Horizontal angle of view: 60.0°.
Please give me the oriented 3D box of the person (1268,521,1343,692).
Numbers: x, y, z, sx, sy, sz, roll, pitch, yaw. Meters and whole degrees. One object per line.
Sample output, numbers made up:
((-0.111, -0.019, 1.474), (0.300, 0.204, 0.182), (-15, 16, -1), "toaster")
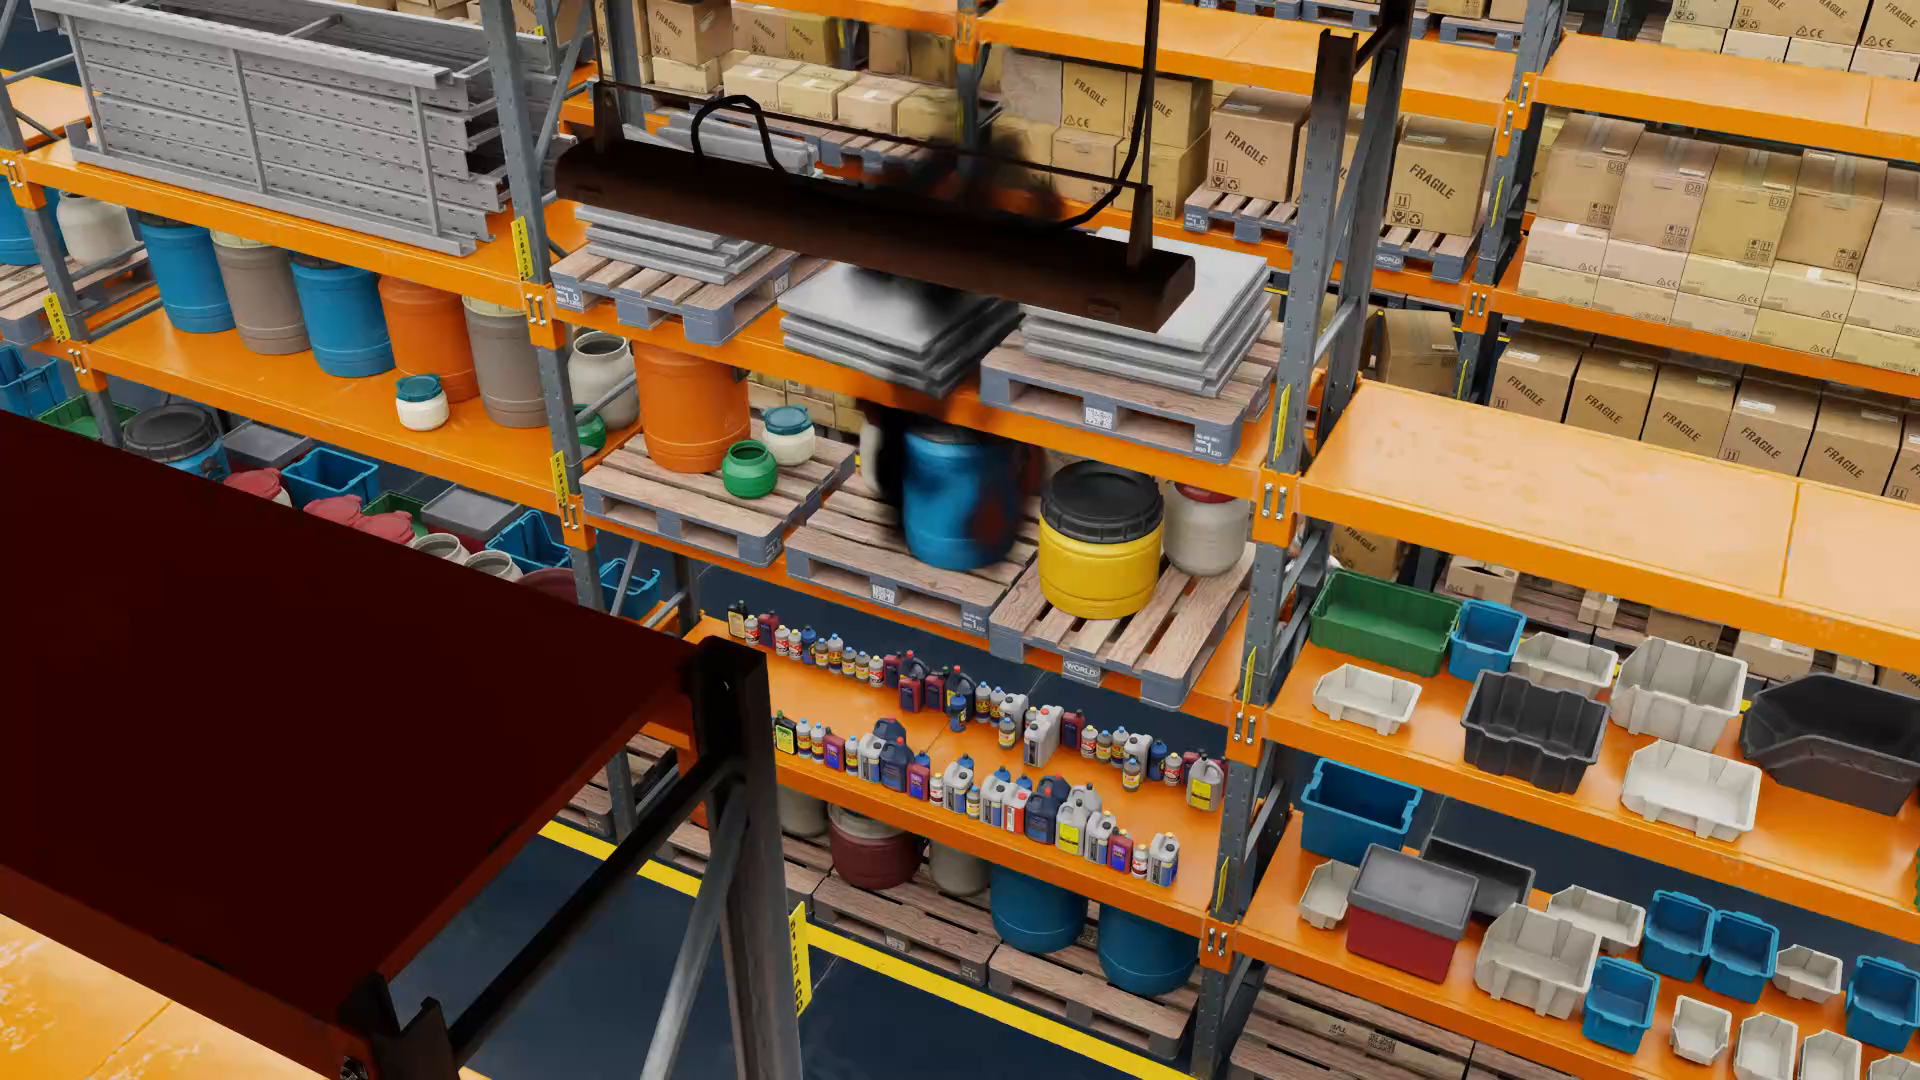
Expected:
((2.340, 0.628, 11.504), (0.814, 1.740, 0.602), (9, 36, 13), "person")
